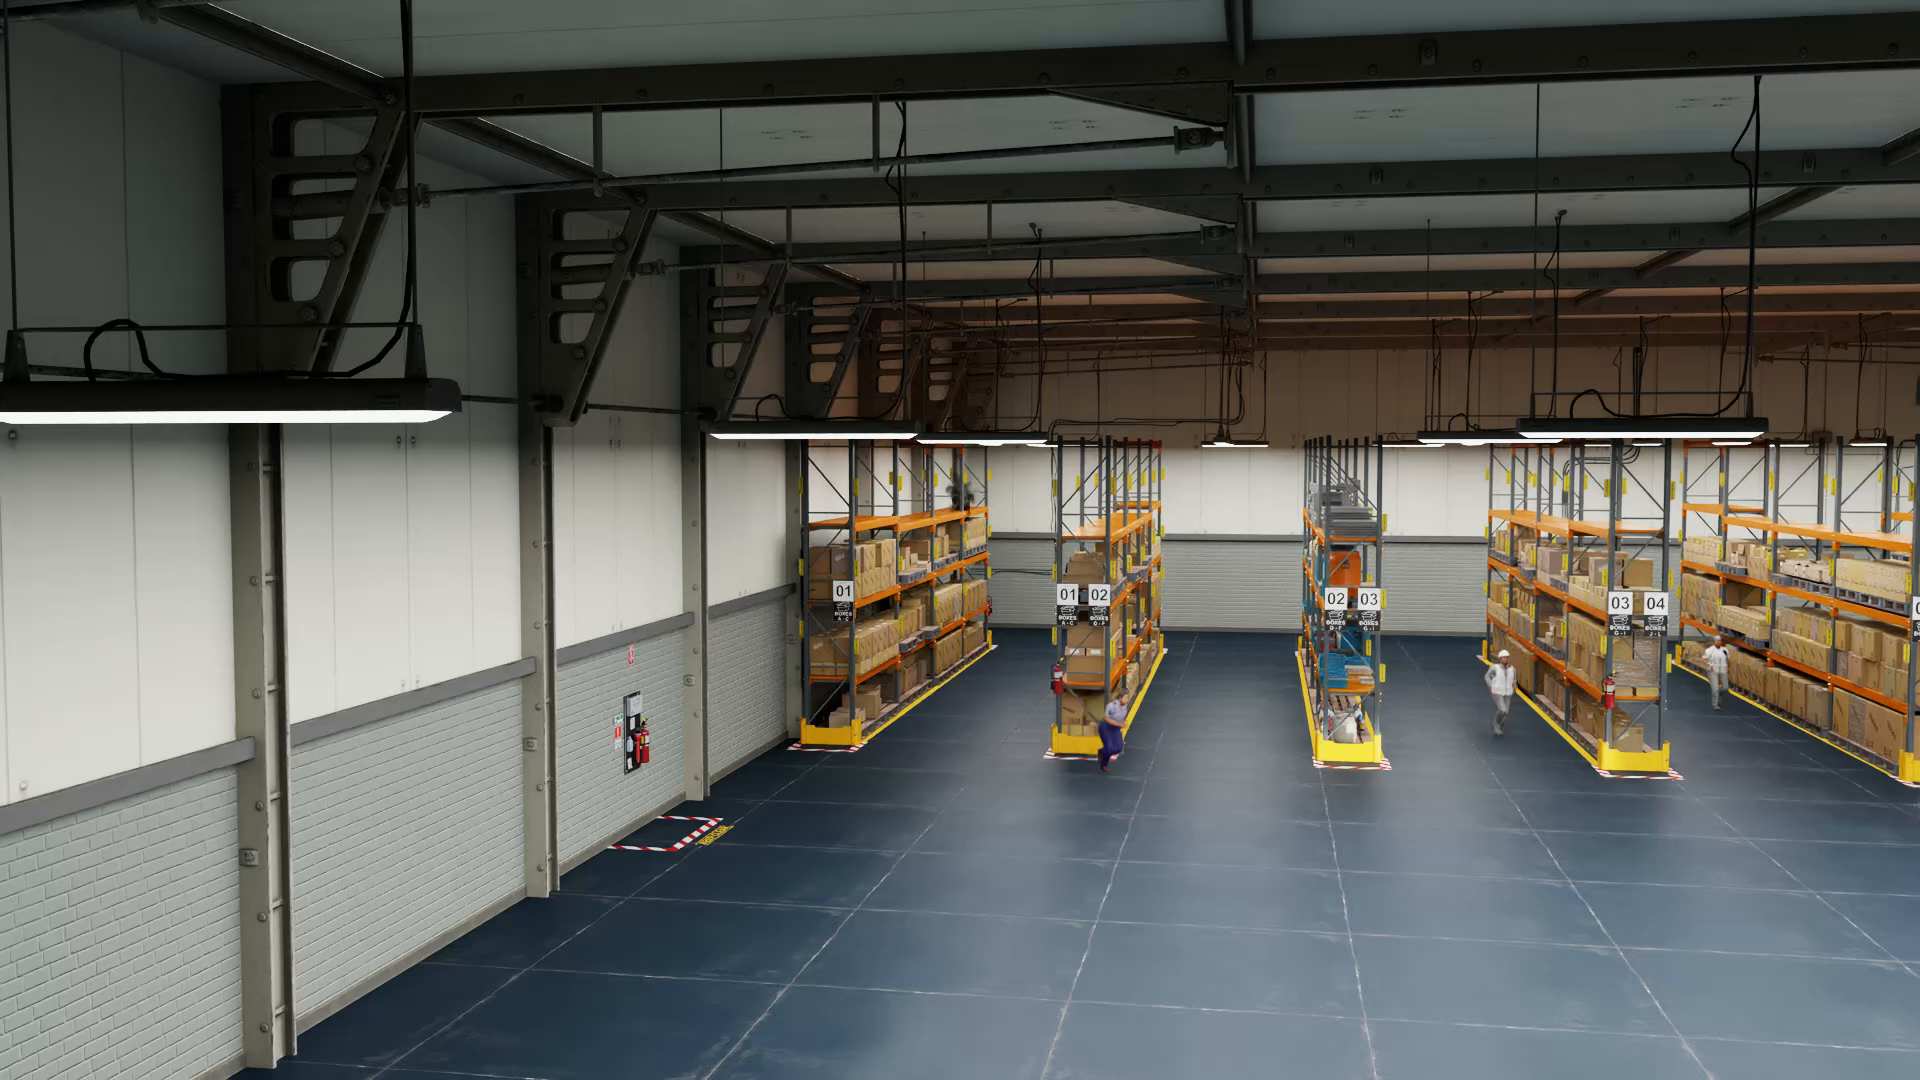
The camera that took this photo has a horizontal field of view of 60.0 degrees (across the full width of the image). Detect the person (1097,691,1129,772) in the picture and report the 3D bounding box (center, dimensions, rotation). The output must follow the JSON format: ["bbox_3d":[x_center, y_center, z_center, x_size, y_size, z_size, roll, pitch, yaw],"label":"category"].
[{"bbox_3d":[2.762,3.394,29.544,0.628,1.503,0.766,-3,4,-43],"label":"person"}]

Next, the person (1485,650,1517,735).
[{"bbox_3d":[10.839,3.049,33.203,0.582,1.715,0.726,0,3,-9],"label":"person"}]

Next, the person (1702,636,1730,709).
[{"bbox_3d":[16.753,2.924,36.786,0.604,1.616,0.555,0,3,8],"label":"person"}]
